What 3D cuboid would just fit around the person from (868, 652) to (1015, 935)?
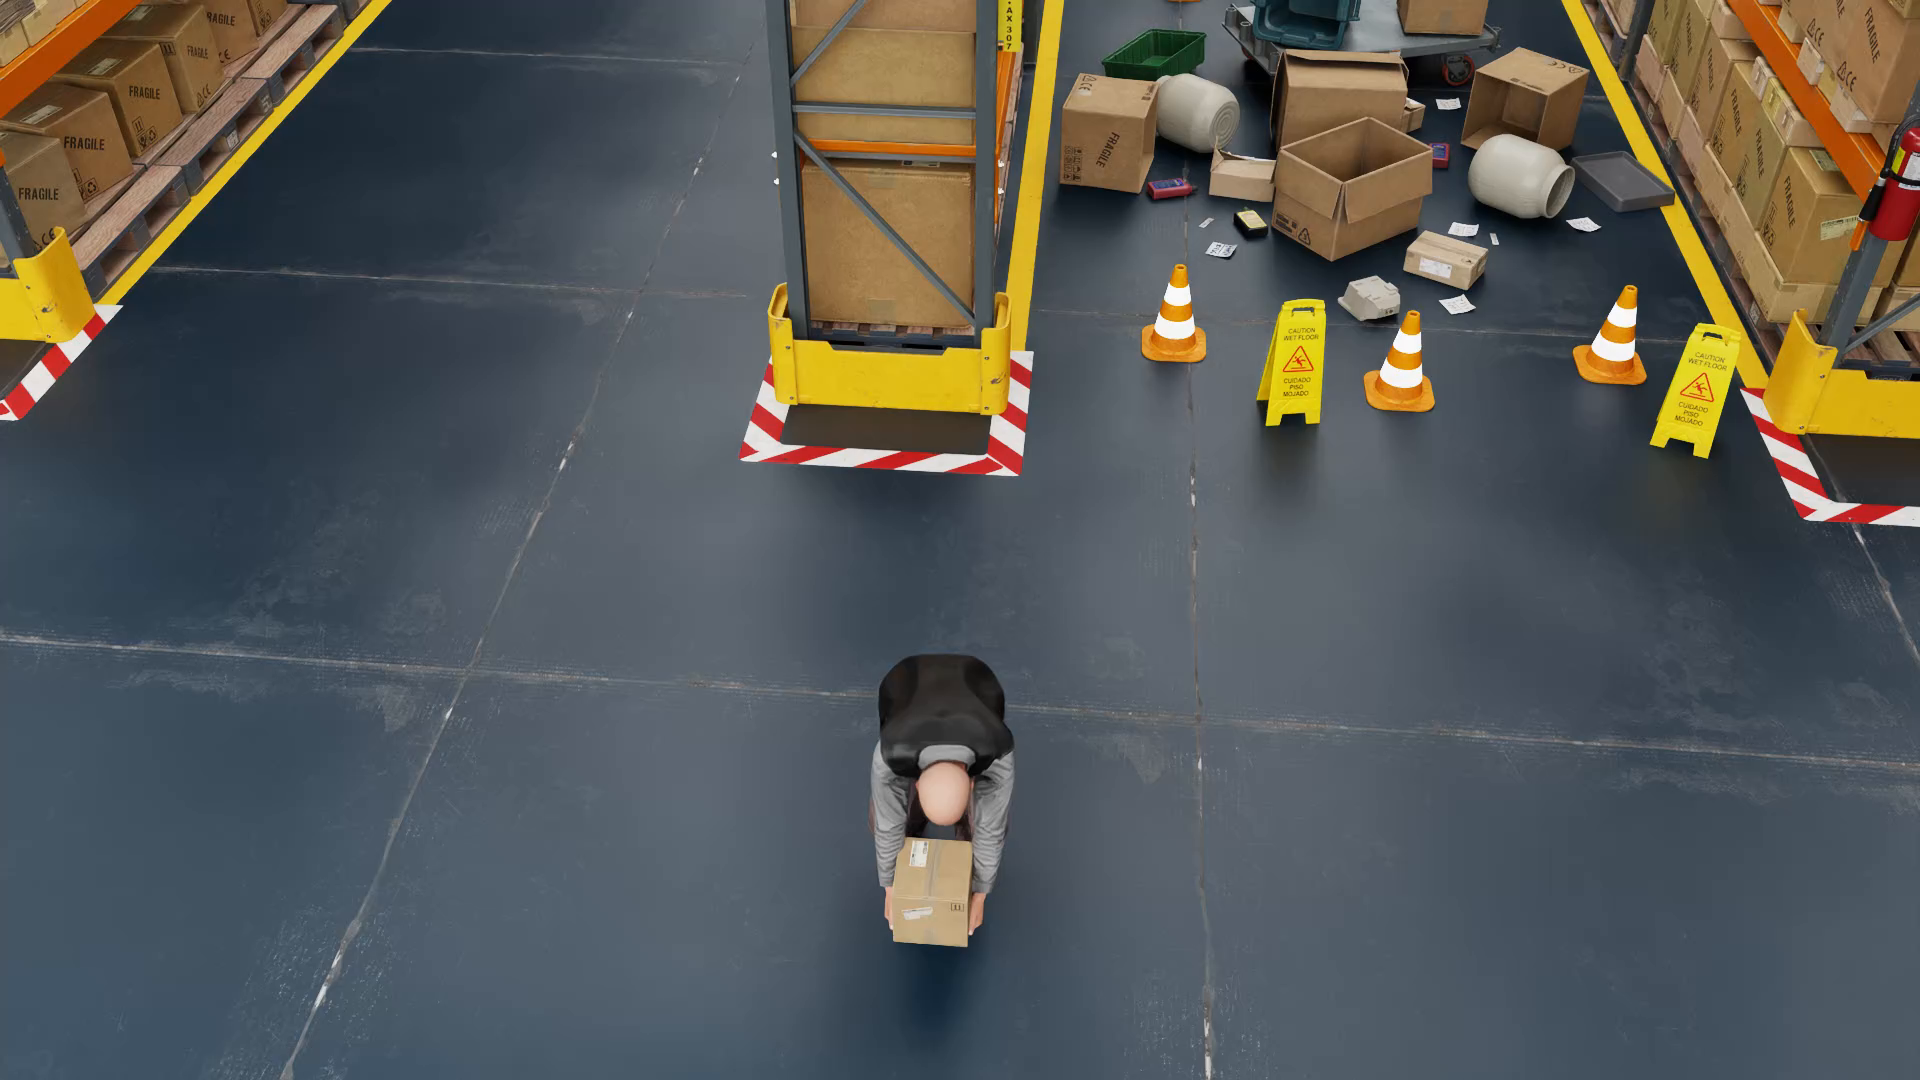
[{"bbox_3d":[-0.065,0.859,5.747,0.509,0.957,0.906,2,40,3],"label":"person"}]
